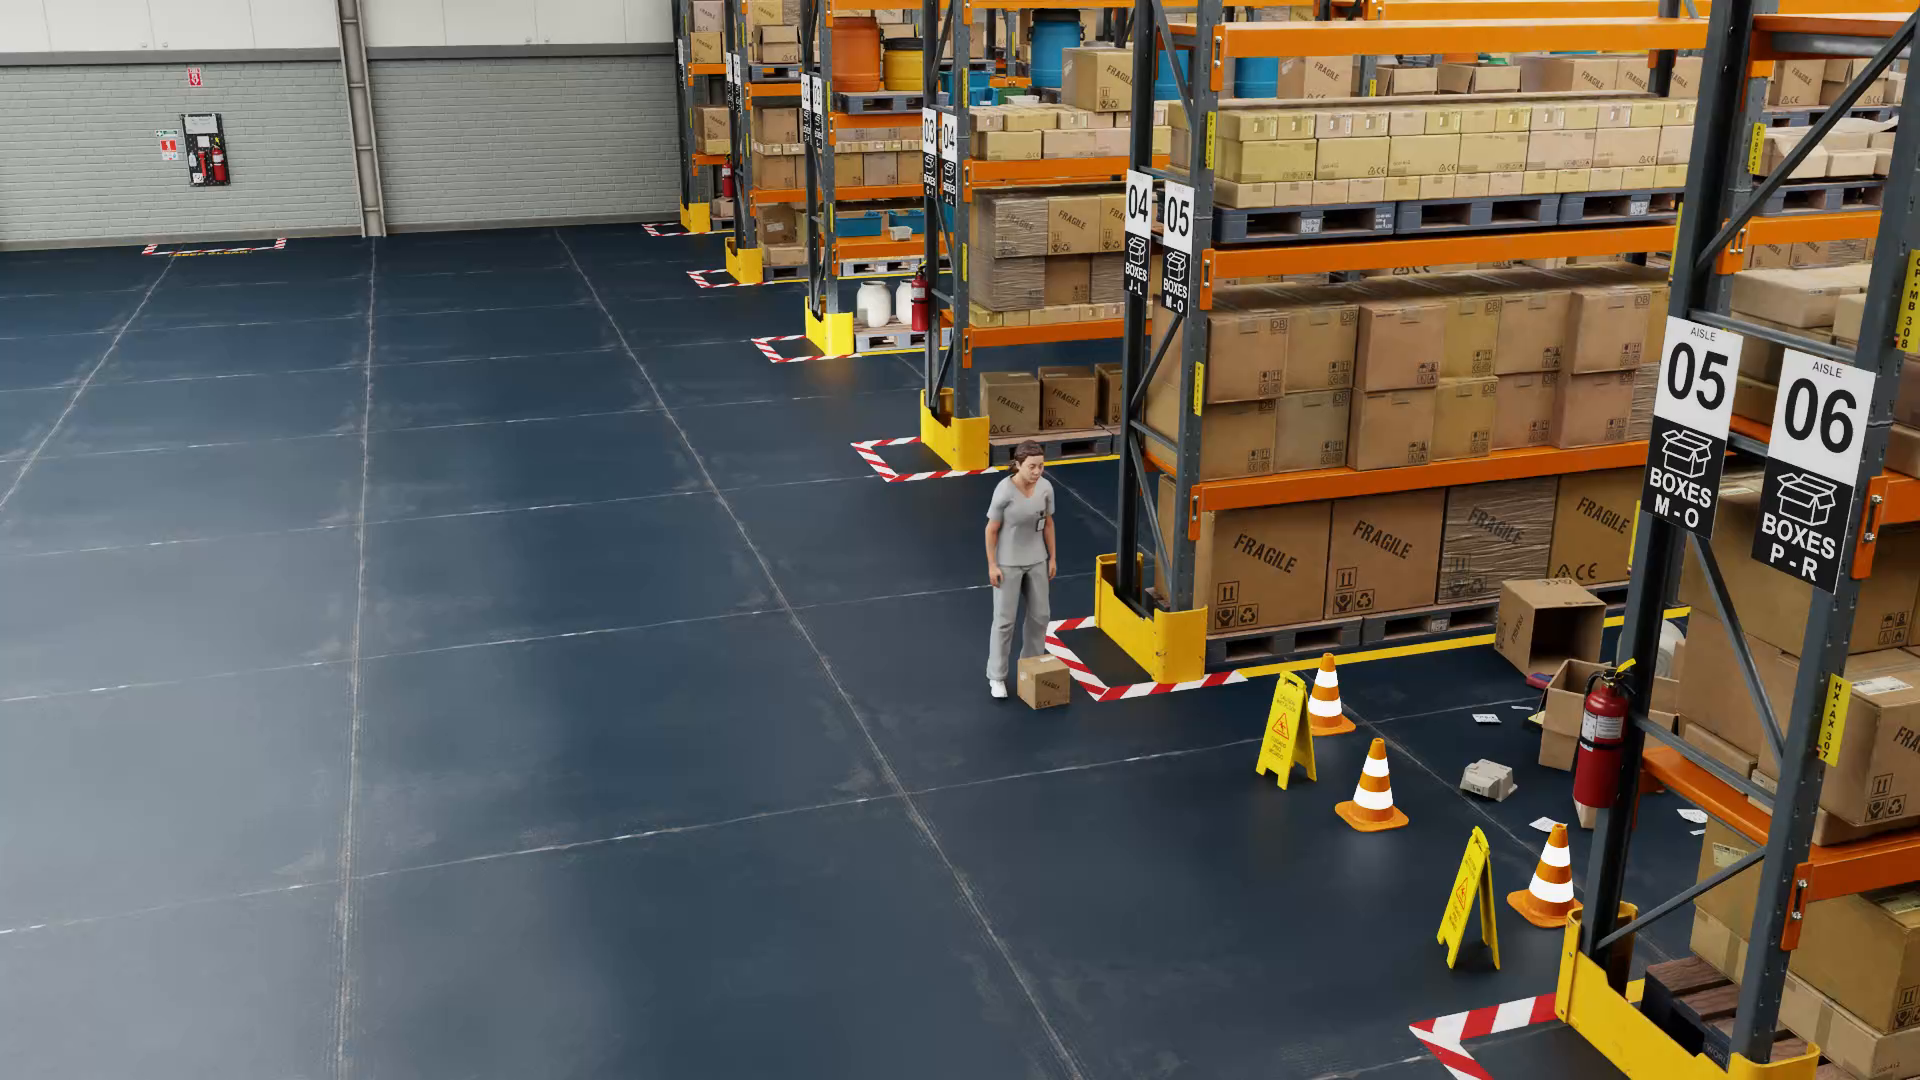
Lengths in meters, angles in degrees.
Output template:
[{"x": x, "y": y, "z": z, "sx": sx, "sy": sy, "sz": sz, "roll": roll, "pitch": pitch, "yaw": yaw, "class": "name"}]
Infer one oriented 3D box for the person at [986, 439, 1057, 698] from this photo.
[{"x": 0.394, "y": 0.160, "z": 10.612, "sx": 0.489, "sy": 1.672, "sz": 0.359, "roll": -8, "pitch": 21, "yaw": -23, "class": "person"}]
